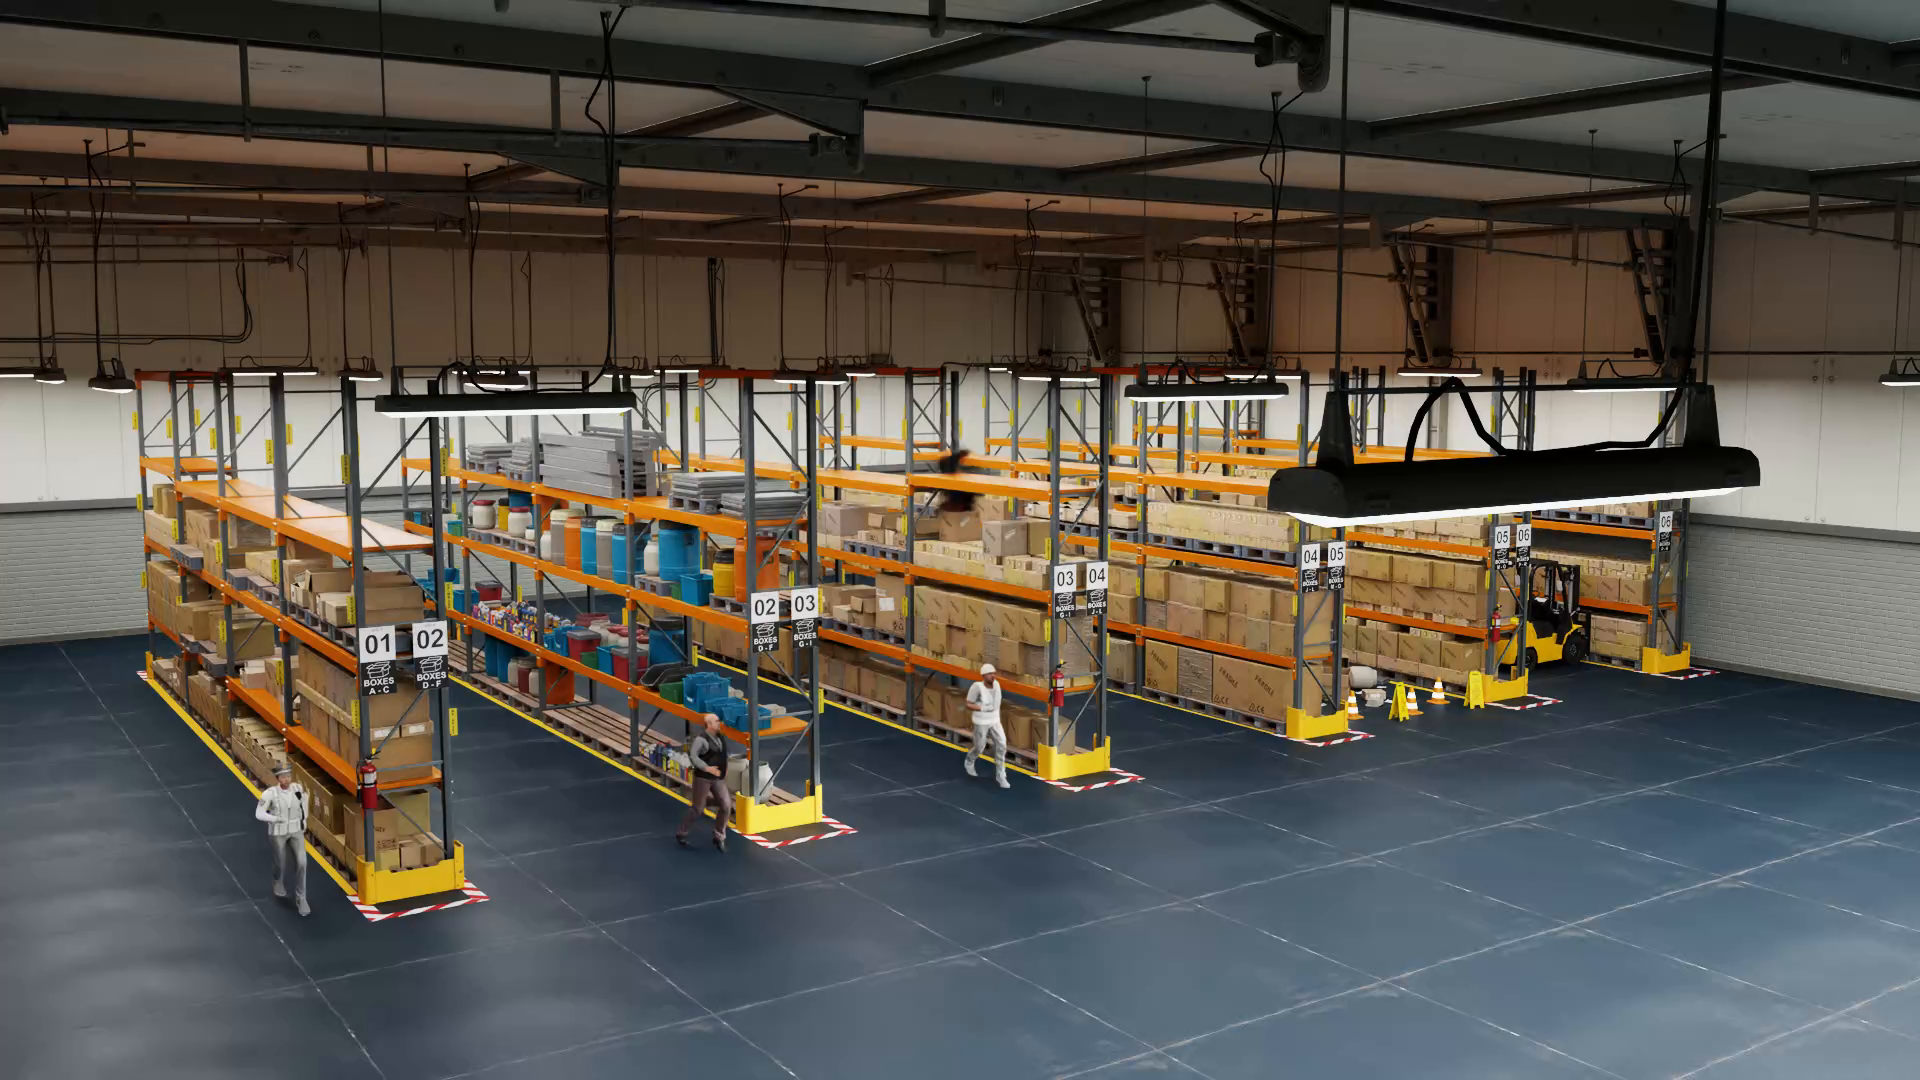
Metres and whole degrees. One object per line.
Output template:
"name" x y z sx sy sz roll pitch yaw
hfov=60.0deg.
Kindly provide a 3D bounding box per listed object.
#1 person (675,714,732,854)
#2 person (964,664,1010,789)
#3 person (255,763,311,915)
"person" -3.201 3.097 21.314 0.754 1.748 0.733 5 8 36
"person" 0.370 2.700 24.426 0.704 1.809 0.940 -4 8 -33
"person" -7.706 3.366 18.987 0.638 1.718 0.893 -5 8 -36
